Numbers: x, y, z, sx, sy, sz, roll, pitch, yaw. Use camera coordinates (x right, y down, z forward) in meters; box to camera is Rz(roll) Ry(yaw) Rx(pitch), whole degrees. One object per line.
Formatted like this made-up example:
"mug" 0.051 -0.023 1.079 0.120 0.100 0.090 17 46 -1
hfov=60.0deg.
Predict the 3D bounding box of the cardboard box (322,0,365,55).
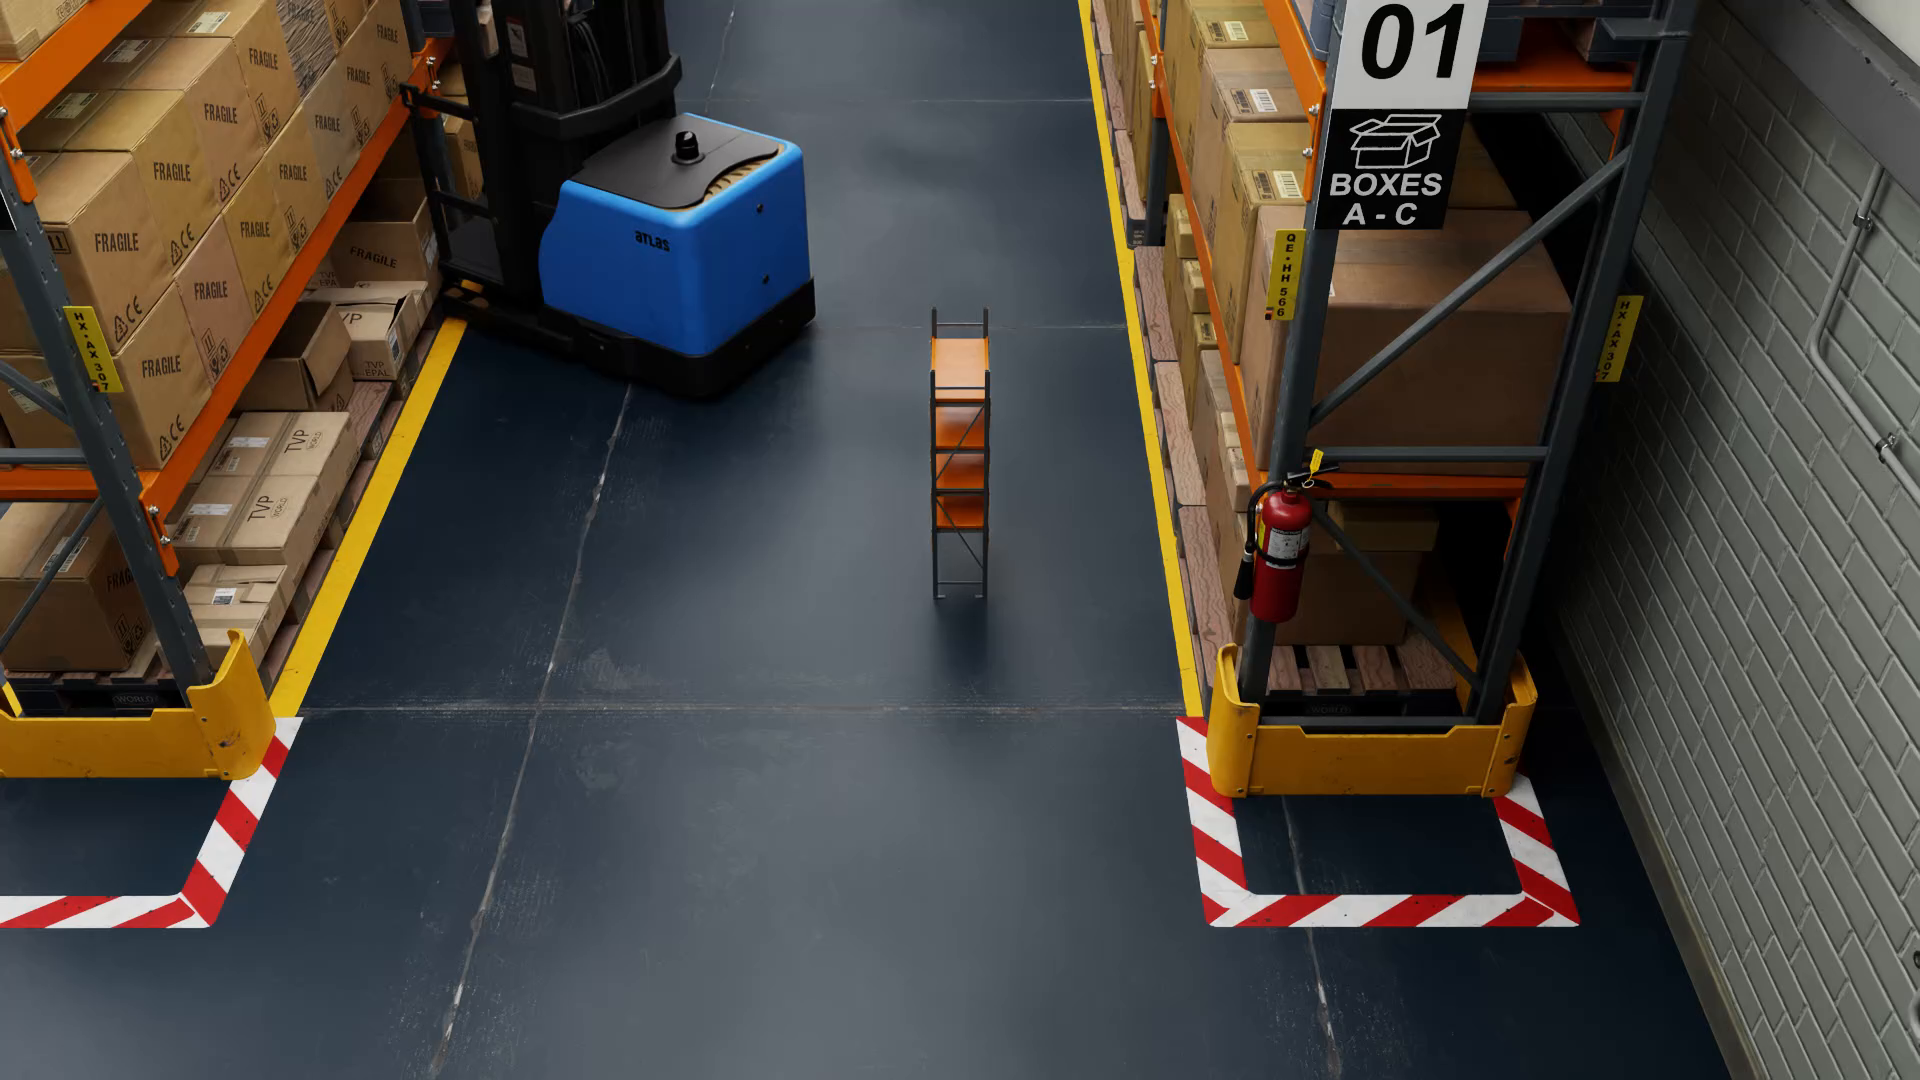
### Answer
"cardboard box" -3.117 -2.576 7.686 0.500 0.500 0.500 -1 39 -1

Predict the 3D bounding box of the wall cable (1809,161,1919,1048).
"wall cable" 2.526 0.116 4.394 0.084 1.984 1.851 0 39 0

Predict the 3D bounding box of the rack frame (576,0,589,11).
"rack frame" -3.384 -5.284 11.946 1.000 3.000 0.127 0 39 0

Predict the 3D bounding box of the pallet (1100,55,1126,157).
"pallet" 1.493 -2.948 11.260 1.003 0.211 1.213 0 39 0

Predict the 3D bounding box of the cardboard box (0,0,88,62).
"cardboard box" -3.122 -1.715 5.213 0.500 0.250 0.500 0 39 0

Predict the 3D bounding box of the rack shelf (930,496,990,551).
"rack shelf" 0.000 -0.157 7.412 0.258 0.148 0.480 0 39 0

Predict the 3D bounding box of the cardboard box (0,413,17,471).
"cardboard box" -3.648 -0.601 6.021 0.500 0.500 0.500 1 39 1

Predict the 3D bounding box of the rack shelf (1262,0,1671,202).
"rack shelf" 1.576 -2.428 6.558 1.077 0.370 4.000 0 39 0

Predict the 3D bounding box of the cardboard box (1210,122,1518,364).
"cardboard box" 1.556 -1.178 6.582 0.980 0.700 0.700 0 39 0

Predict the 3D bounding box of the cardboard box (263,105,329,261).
"cardboard box" -3.115 -1.547 7.202 0.500 0.500 0.500 0 39 1

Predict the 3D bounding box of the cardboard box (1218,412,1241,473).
"cardboard box" 1.294 -0.407 7.003 0.380 0.149 0.250 1 39 1

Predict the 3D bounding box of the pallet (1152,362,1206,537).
"pallet" 1.501 -0.460 8.156 1.003 0.211 1.213 0 39 0

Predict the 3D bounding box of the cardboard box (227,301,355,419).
"cardboard box" -3.373 -0.806 8.001 0.797 0.503 0.637 0 39 0

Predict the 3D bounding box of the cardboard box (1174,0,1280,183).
"cardboard box" 1.553 -2.110 7.745 0.980 0.700 0.700 -1 39 -1

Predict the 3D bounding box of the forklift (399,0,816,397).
"forklift" -2.321 -2.576 8.621 3.031 2.935 1.130 21 43 24

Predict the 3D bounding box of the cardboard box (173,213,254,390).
"cardboard box" -3.118 -0.921 6.421 0.500 0.500 0.500 0 39 0

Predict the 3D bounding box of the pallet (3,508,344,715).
"pallet" -3.377 0.261 7.256 1.003 0.211 1.213 0 39 0

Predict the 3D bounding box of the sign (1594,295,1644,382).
"sign" 2.133 -0.653 5.410 0.100 0.325 0.005 0 39 0

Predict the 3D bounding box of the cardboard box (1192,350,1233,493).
"cardboard box" 1.476 -0.541 7.690 0.700 0.500 0.500 -1 39 -2

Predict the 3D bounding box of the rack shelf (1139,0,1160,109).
"rack shelf" 1.571 -3.759 10.617 1.077 0.370 4.000 0 39 0

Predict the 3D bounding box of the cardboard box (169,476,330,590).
"cardboard box" -3.093 -0.033 7.240 0.500 0.250 0.500 0 39 0

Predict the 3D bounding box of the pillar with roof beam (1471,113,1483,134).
"pillar with roof beam" -1.865 -4.690 6.406 9.100 9.000 0.400 0 39 0

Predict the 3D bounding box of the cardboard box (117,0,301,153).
"cardboard box" -3.117 -1.946 6.900 0.500 0.500 0.500 0 39 0

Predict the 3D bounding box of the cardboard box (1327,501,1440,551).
"cardboard box" 1.678 -0.089 6.606 0.380 0.149 0.250 0 39 0

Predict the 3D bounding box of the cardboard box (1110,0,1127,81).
"cardboard box" 1.433 -3.608 11.236 0.750 0.750 0.750 0 39 0

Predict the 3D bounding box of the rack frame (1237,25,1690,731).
"rack frame" 1.578 -0.288 5.710 1.000 3.000 0.127 0 39 0

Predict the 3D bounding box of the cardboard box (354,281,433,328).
"cardboard box" -3.035 -1.252 8.841 0.380 0.149 0.250 0 39 0

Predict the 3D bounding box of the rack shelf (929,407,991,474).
"rack shelf" 0.000 -0.487 7.148 0.258 0.148 0.480 0 39 0

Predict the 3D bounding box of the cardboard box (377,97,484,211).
"cardboard box" -3.137 -2.282 9.846 0.500 0.500 0.500 -2 39 -2

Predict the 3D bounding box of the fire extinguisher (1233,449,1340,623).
"fire extinguisher" 1.117 -0.017 5.733 0.296 0.674 0.183 0 39 0

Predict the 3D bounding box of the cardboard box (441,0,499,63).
"cardboard box" -3.138 -3.200 10.392 0.500 0.250 0.500 0 39 0

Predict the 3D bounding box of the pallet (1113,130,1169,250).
"pallet" 1.498 -2.183 10.306 1.003 0.211 1.213 0 39 0

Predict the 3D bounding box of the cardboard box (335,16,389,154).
"cardboard box" -3.121 -2.187 8.001 0.500 0.500 0.500 1 39 1

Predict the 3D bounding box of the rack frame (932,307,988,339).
"rack frame" 0.000 -0.517 7.436 0.240 1.200 0.015 0 39 0

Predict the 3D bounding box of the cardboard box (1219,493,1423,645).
"cardboard box" 1.478 0.086 6.907 0.700 0.500 0.500 0 39 0

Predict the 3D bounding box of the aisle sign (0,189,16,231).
"aisle sign" -3.082 -1.254 4.837 0.394 0.787 0.004 0 39 0

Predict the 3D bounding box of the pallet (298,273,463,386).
"pallet" -3.380 -1.265 9.160 1.003 0.211 1.213 0 39 0

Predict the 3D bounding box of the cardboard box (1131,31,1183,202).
"cardboard box" 1.443 -2.520 9.880 0.750 0.750 0.750 0 39 0

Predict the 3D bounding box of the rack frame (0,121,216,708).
"rack frame" -3.375 -0.282 5.703 1.000 3.000 0.127 0 39 0

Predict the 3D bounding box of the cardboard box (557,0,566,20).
"cardboard box" -3.149 -3.896 11.860 0.500 0.500 0.500 1 39 2

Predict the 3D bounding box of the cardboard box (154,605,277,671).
"cardboard box" -3.032 0.397 6.784 0.380 0.149 0.250 0 39 0

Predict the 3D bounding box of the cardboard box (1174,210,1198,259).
"cardboard box" 1.290 -1.548 8.428 0.380 0.149 0.250 1 39 1

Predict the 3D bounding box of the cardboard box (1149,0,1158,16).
"cardboard box" 1.266 -3.068 9.364 0.380 0.149 0.250 1 39 1

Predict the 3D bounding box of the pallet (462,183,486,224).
"pallet" -3.419 -2.203 10.331 1.003 0.211 1.213 0 39 0

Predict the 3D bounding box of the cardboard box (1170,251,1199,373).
"cardboard box" 1.469 -1.195 8.506 0.700 0.500 0.500 0 39 -1

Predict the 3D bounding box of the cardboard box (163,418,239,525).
"cardboard box" -3.593 -0.314 7.590 0.500 0.250 0.500 0 39 0

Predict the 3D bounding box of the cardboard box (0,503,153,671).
"cardboard box" -3.622 0.182 6.771 0.500 0.500 0.500 0 39 0

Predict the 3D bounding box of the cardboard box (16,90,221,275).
"cardboard box" -3.120 -1.315 6.113 0.500 0.500 0.500 0 39 0

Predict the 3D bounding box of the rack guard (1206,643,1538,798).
"rack guard" 1.578 0.703 6.473 1.175 0.500 0.348 0 39 0

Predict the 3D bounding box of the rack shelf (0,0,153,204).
"rack shelf" -3.378 -2.422 6.550 1.077 0.370 4.000 0 39 0

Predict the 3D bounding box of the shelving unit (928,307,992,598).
"shelving unit" 0.000 -0.365 7.246 0.258 1.200 0.503 0 39 0
